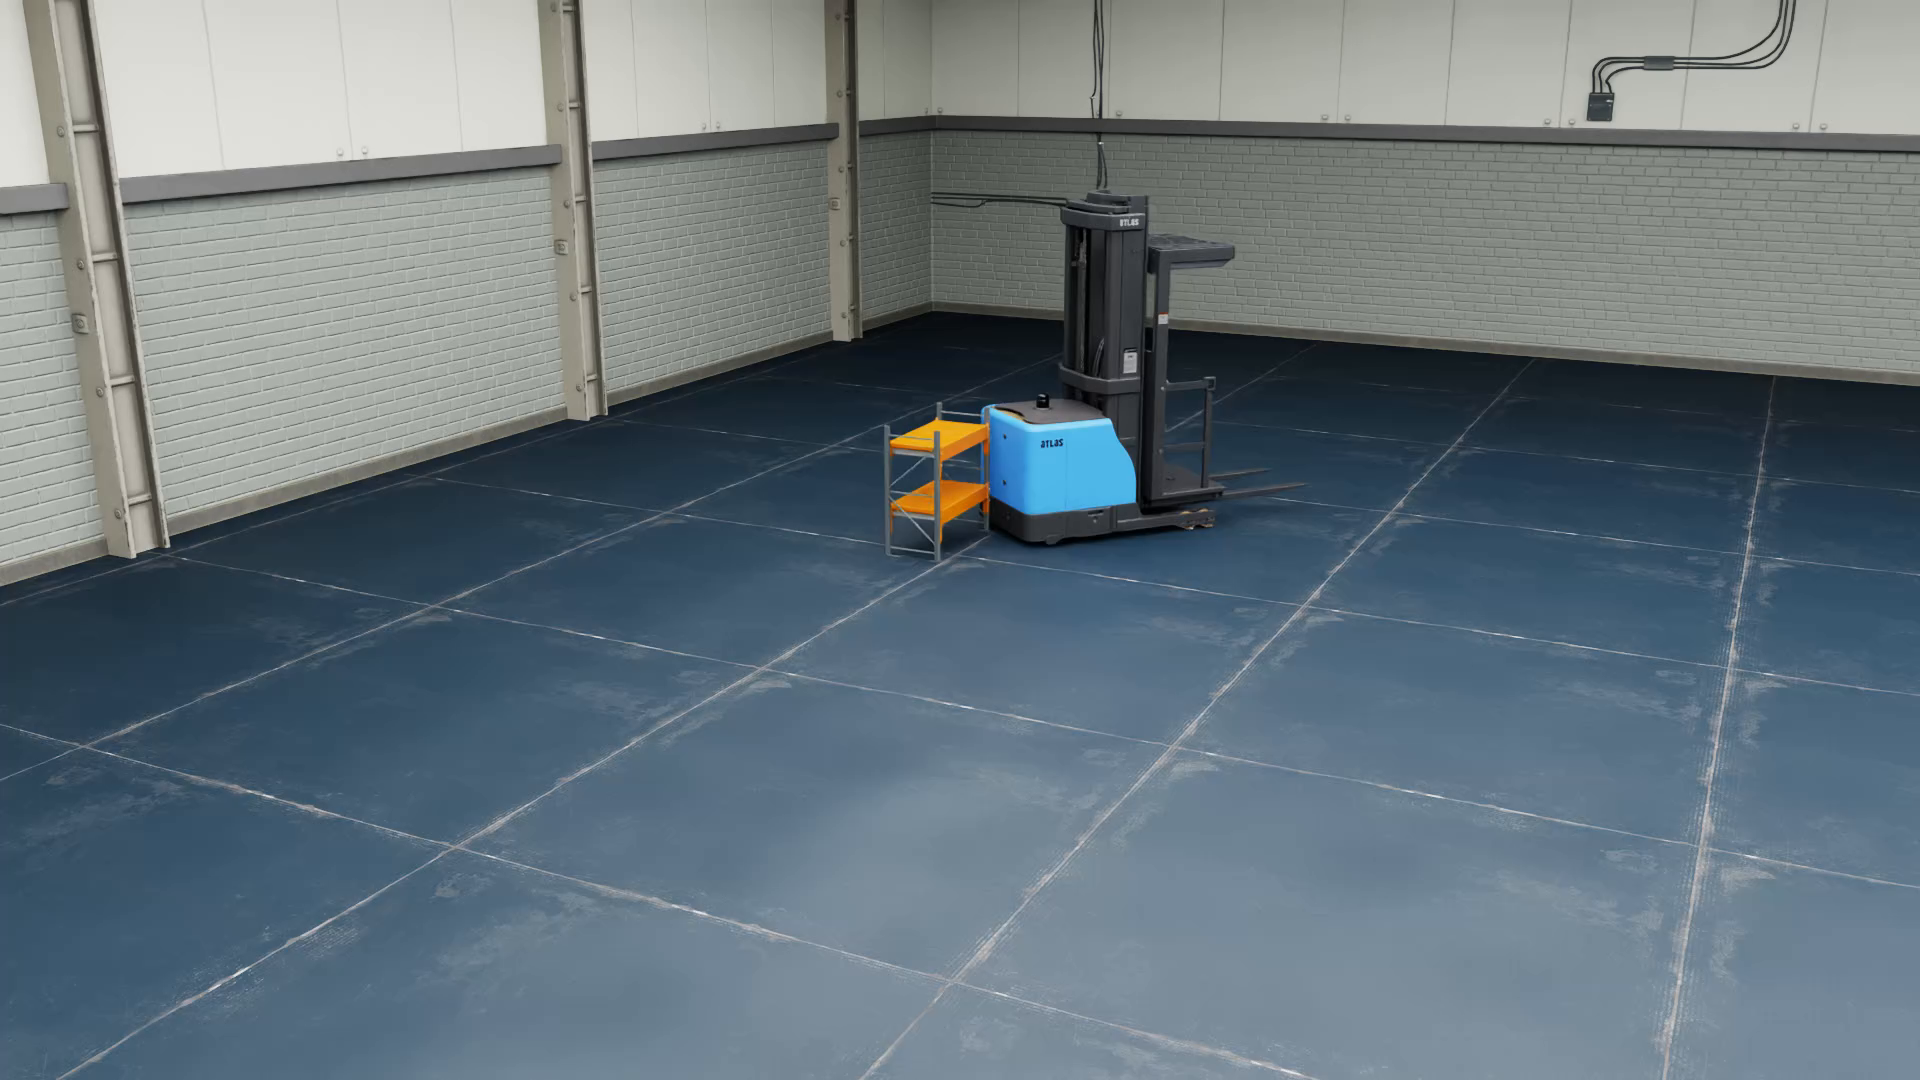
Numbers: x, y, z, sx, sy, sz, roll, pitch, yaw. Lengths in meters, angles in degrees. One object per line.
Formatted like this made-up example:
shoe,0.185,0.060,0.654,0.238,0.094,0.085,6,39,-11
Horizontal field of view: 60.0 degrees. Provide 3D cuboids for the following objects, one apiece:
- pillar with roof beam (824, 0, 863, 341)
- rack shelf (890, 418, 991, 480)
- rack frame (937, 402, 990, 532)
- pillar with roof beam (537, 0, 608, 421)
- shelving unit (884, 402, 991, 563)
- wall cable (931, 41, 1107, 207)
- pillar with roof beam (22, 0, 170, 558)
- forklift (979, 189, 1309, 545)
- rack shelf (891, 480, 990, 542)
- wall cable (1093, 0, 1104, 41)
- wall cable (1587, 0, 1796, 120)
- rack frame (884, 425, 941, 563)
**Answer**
pillar with roof beam,2.185,-6.736,21.399,9.100,9.000,0.400,8,18,25
rack shelf,-0.184,-0.789,14.178,0.538,0.278,1.000,7,18,24
rack frame,0.028,-0.640,14.704,0.500,1.125,0.032,7,18,24
pillar with roof beam,-0.496,-5.208,16.253,9.100,9.000,0.400,8,18,25
shelving unit,-0.184,-0.509,14.261,0.538,1.125,1.048,7,18,24
wall cable,0.833,-6.377,25.645,3.097,2.526,0.112,8,18,25
pillar with roof beam,-3.177,-3.679,11.108,9.100,9.000,0.400,8,18,25
forklift,1.737,-1.622,14.838,3.031,2.935,1.130,-7,18,-23
rack shelf,-0.184,-0.274,14.331,0.538,0.278,1.000,7,18,24
wall cable,3.254,-8.454,23.767,3.097,2.526,0.112,8,18,25
wall cable,9.319,-8.284,20.638,2.305,6.003,0.169,8,18,25
rack frame,-0.396,-0.377,13.818,0.500,1.125,0.032,7,18,24
